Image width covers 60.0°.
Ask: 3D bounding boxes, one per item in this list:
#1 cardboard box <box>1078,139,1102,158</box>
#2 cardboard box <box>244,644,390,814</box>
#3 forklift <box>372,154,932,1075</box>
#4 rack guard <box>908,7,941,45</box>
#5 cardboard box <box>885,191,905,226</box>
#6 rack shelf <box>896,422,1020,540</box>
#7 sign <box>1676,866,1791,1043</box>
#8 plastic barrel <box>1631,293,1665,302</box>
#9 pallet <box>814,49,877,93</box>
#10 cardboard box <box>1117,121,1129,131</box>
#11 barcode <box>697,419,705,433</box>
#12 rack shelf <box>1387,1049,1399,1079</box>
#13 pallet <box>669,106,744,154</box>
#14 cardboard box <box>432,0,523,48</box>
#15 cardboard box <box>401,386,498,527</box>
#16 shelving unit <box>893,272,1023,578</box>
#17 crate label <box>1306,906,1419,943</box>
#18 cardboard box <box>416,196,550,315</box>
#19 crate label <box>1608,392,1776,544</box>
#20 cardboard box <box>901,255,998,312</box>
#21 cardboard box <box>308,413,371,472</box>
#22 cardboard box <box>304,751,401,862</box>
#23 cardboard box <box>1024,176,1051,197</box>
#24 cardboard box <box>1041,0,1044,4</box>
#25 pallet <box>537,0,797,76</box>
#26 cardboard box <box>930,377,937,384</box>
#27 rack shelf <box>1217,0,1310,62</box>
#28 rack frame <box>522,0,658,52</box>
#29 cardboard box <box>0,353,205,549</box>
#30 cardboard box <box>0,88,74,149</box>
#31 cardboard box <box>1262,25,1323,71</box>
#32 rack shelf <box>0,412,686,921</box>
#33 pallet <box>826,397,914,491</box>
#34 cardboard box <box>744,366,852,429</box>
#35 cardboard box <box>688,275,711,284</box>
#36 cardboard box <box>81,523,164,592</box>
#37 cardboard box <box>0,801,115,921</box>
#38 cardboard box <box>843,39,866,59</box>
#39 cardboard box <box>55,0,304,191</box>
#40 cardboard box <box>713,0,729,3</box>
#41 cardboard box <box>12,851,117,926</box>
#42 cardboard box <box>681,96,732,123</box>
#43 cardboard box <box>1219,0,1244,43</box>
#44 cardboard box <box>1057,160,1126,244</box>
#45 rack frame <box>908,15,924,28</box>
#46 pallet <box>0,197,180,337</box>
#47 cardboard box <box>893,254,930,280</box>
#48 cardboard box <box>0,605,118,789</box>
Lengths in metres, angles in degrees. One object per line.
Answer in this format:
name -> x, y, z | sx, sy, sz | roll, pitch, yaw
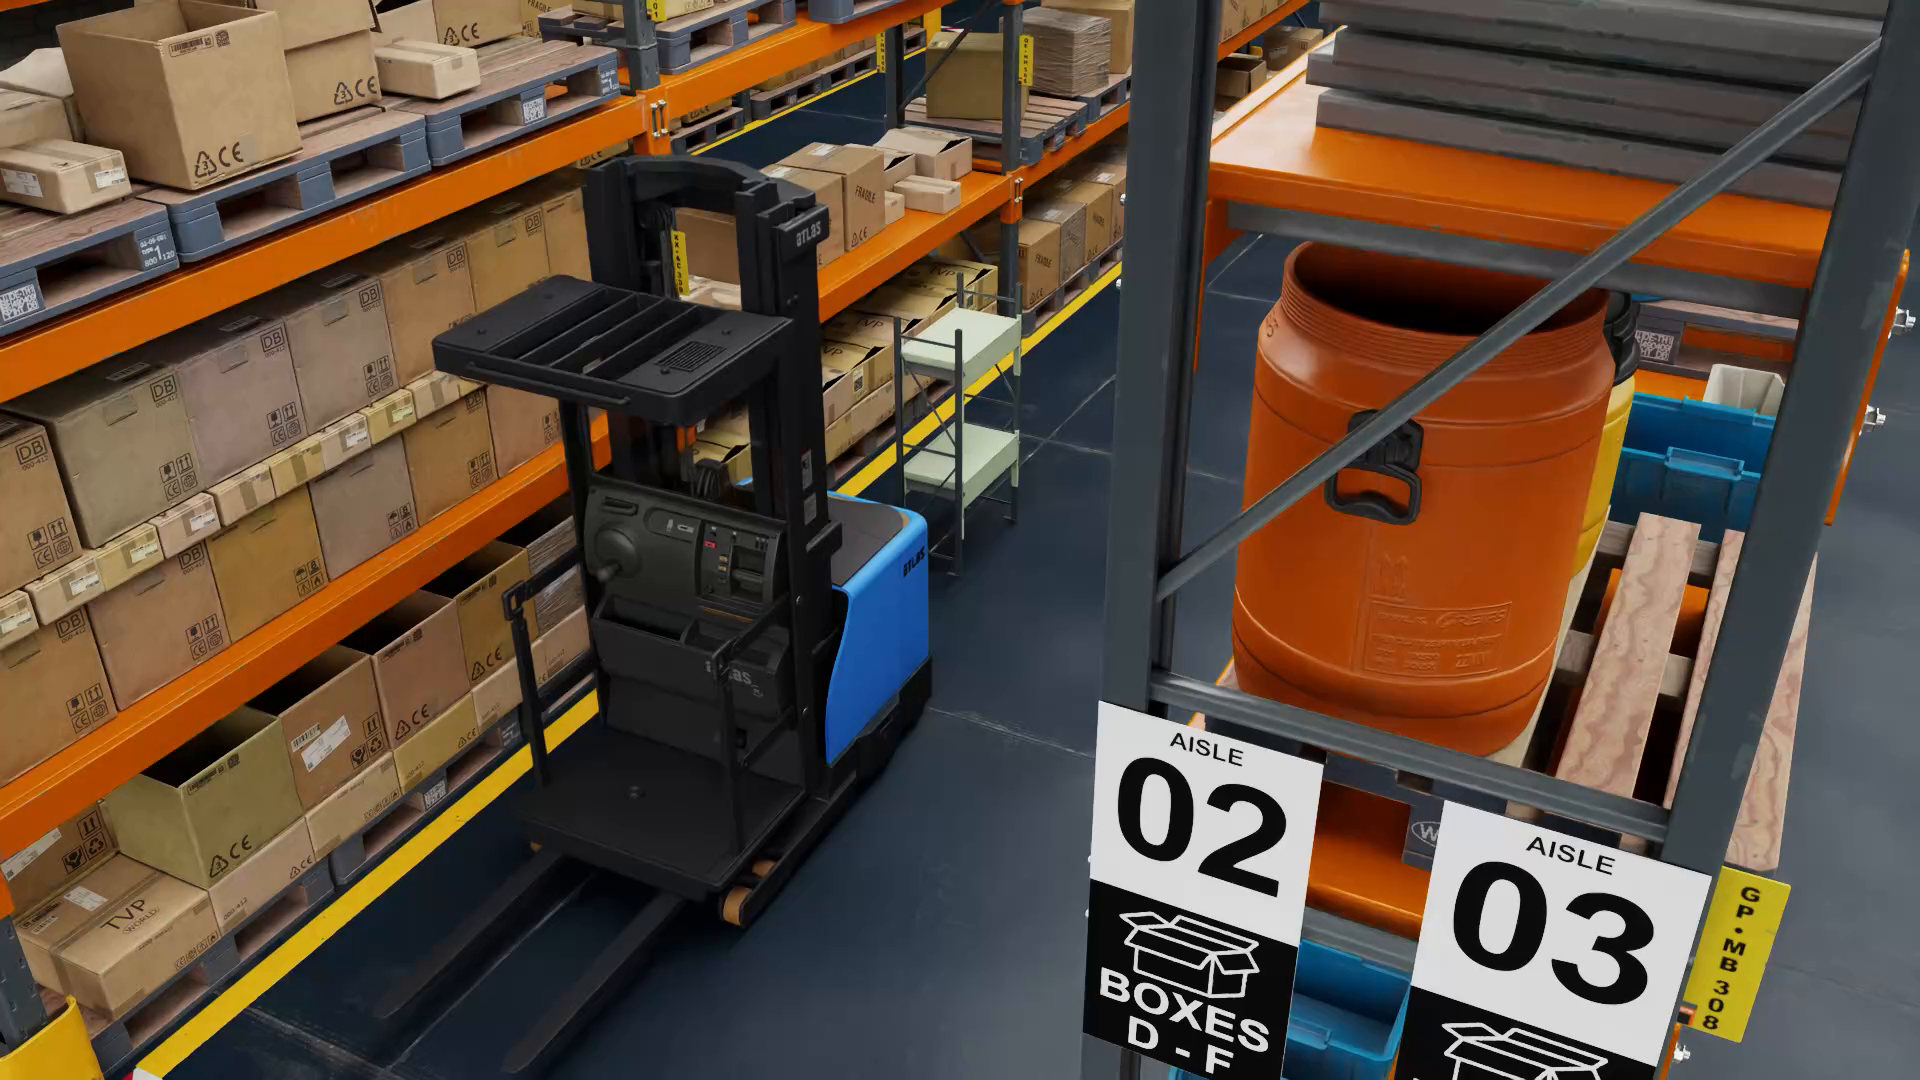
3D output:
cardboard box -> 0.878, -3.449, 14.059 | 0.500, 0.250, 0.500 | 14, 33, 23
cardboard box -> -2.811, 0.752, 7.015 | 0.500, 0.500, 0.500 | 14, 33, 23
forklift -> -1.237, 0.089, 6.652 | 1.130, 2.935, 3.031 | 14, 33, 22
rack guard -> -0.808, -6.441, 20.465 | 1.175, 0.500, 0.348 | 14, 33, 23
cardboard box -> -0.583, -2.159, 10.750 | 0.380, 0.149, 0.250 | 17, 34, 27
rack shelf -> -0.003, -0.365, 9.534 | 0.431, 0.370, 0.720 | 14, 33, 23
sign -> 1.199, 0.648, 2.588 | 0.100, 0.325, 0.005 | 14, 33, 23
plastic barrel -> 1.985, -1.231, 4.944 | 0.600, 0.901, 0.708 | 14, 33, 23
pallet -> -1.670, -5.394, 18.932 | 1.003, 0.211, 1.213 | 14, 33, 23
cardboard box -> 1.333, -3.567, 15.017 | 0.500, 0.500, 0.500 | 13, 32, 21
barcode -> -1.387, -0.614, 8.912 | 0.001, 0.075, 0.075 | 14, 33, 23
rack shelf -> 1.623, 1.251, 5.281 | 1.077, 0.370, 4.000 | 14, 33, 23
pallet -> -2.926, -4.173, 16.805 | 1.003, 0.211, 1.213 | 14, 33, 23
cardboard box -> -2.338, -2.496, 7.410 | 0.500, 0.500, 0.500 | 17, 34, 27
cardboard box -> -2.537, -0.461, 7.440 | 0.700, 0.500, 0.500 | 15, 33, 24
shelving unit -> -0.003, -0.647, 9.371 | 0.431, 1.500, 0.755 | 14, 33, 23
crate label -> 1.309, 0.933, 5.077 | 0.502, 0.435, 0.616 | 14, 33, 23
cardboard box -> -2.300, -1.256, 7.522 | 0.700, 0.500, 0.500 | 14, 33, 23
crate label -> 1.858, -0.165, 4.163 | 0.502, 0.251, 0.408 | 14, 33, 23
cardboard box -> -0.071, -1.791, 11.633 | 0.500, 0.311, 0.500 | 15, 33, 25
cardboard box -> -2.625, -0.430, 6.736 | 0.380, 0.149, 0.250 | 15, 33, 24
cardboard box -> -2.801, 1.080, 7.197 | 0.500, 0.250, 0.500 | 14, 33, 23
cardboard box -> 0.401, -2.650, 13.421 | 0.500, 0.500, 0.500 | 13, 32, 22
cardboard box -> 1.099, -4.366, 13.819 | 0.700, 0.500, 0.500 | 20, 35, 31
pallet -> -1.484, -2.684, 8.592 | 0.805, 0.209, 1.217 | 13, 32, 21
cardboard box -> -0.306, -1.318, 11.372 | 0.500, 0.250, 0.500 | 14, 33, 23
rack shelf -> 2.681, -5.194, 16.505 | 1.077, 0.370, 4.000 | 14, 33, 23
rack frame -> -1.874, -3.674, 7.112 | 1.000, 3.000, 0.127 | 14, 33, 23
cardboard box -> -3.213, -0.367, 5.974 | 0.700, 0.500, 0.500 | 13, 32, 22
cardboard box -> -3.406, -1.348, 5.662 | 0.500, 0.250, 0.500 | 14, 33, 23
cardboard box -> 3.564, -5.202, 17.865 | 0.500, 0.500, 0.500 | 14, 33, 23
rack shelf -> -2.785, 0.126, 7.241 | 1.077, 0.370, 4.000 | 14, 33, 23
pallet -> -1.018, -0.742, 10.830 | 1.003, 0.211, 1.213 | 14, 33, 23
cardboard box -> -0.997, -0.883, 10.051 | 0.500, 0.311, 0.500 | 13, 32, 22
cardboard box -> -1.637, -1.446, 9.391 | 0.396, 0.266, 0.258 | 13, 33, 22
cardboard box -> -3.093, 0.023, 5.946 | 0.380, 0.149, 0.250 | 14, 33, 23
cardboard box -> -3.717, 1.080, 6.443 | 0.500, 0.500, 0.500 | 14, 33, 23
cardboard box -> -1.505, -5.835, 18.987 | 0.700, 0.500, 0.500 | 13, 32, 22
cardboard box -> -2.696, -1.561, 5.781 | 0.500, 0.500, 0.500 | 14, 33, 23
cardboard box -> -1.337, -3.006, 8.689 | 0.500, 0.250, 0.500 | 11, 32, 19
cardboard box -> -3.715, 1.406, 6.629 | 0.500, 0.250, 0.500 | 14, 33, 23
cardboard box -> -2.822, -4.674, 16.613 | 0.750, 0.750, 0.750 | 15, 33, 24
cardboard box -> 2.245, -4.827, 15.043 | 0.500, 0.500, 0.500 | 15, 33, 25
cardboard box -> 1.110, -2.777, 13.642 | 0.500, 0.500, 0.500 | 13, 32, 22
rack frame -> -0.819, -7.515, 19.824 | 1.000, 3.000, 0.127 | 14, 33, 23
pallet -> -3.351, -0.869, 5.328 | 1.003, 0.211, 1.213 | 14, 33, 23
cardboard box -> -0.552, -1.913, 11.846 | 0.500, 0.311, 0.500 | 15, 33, 25
cardboard box -> -3.472, 0.453, 5.848 | 0.700, 0.500, 0.500 | 14, 33, 23
